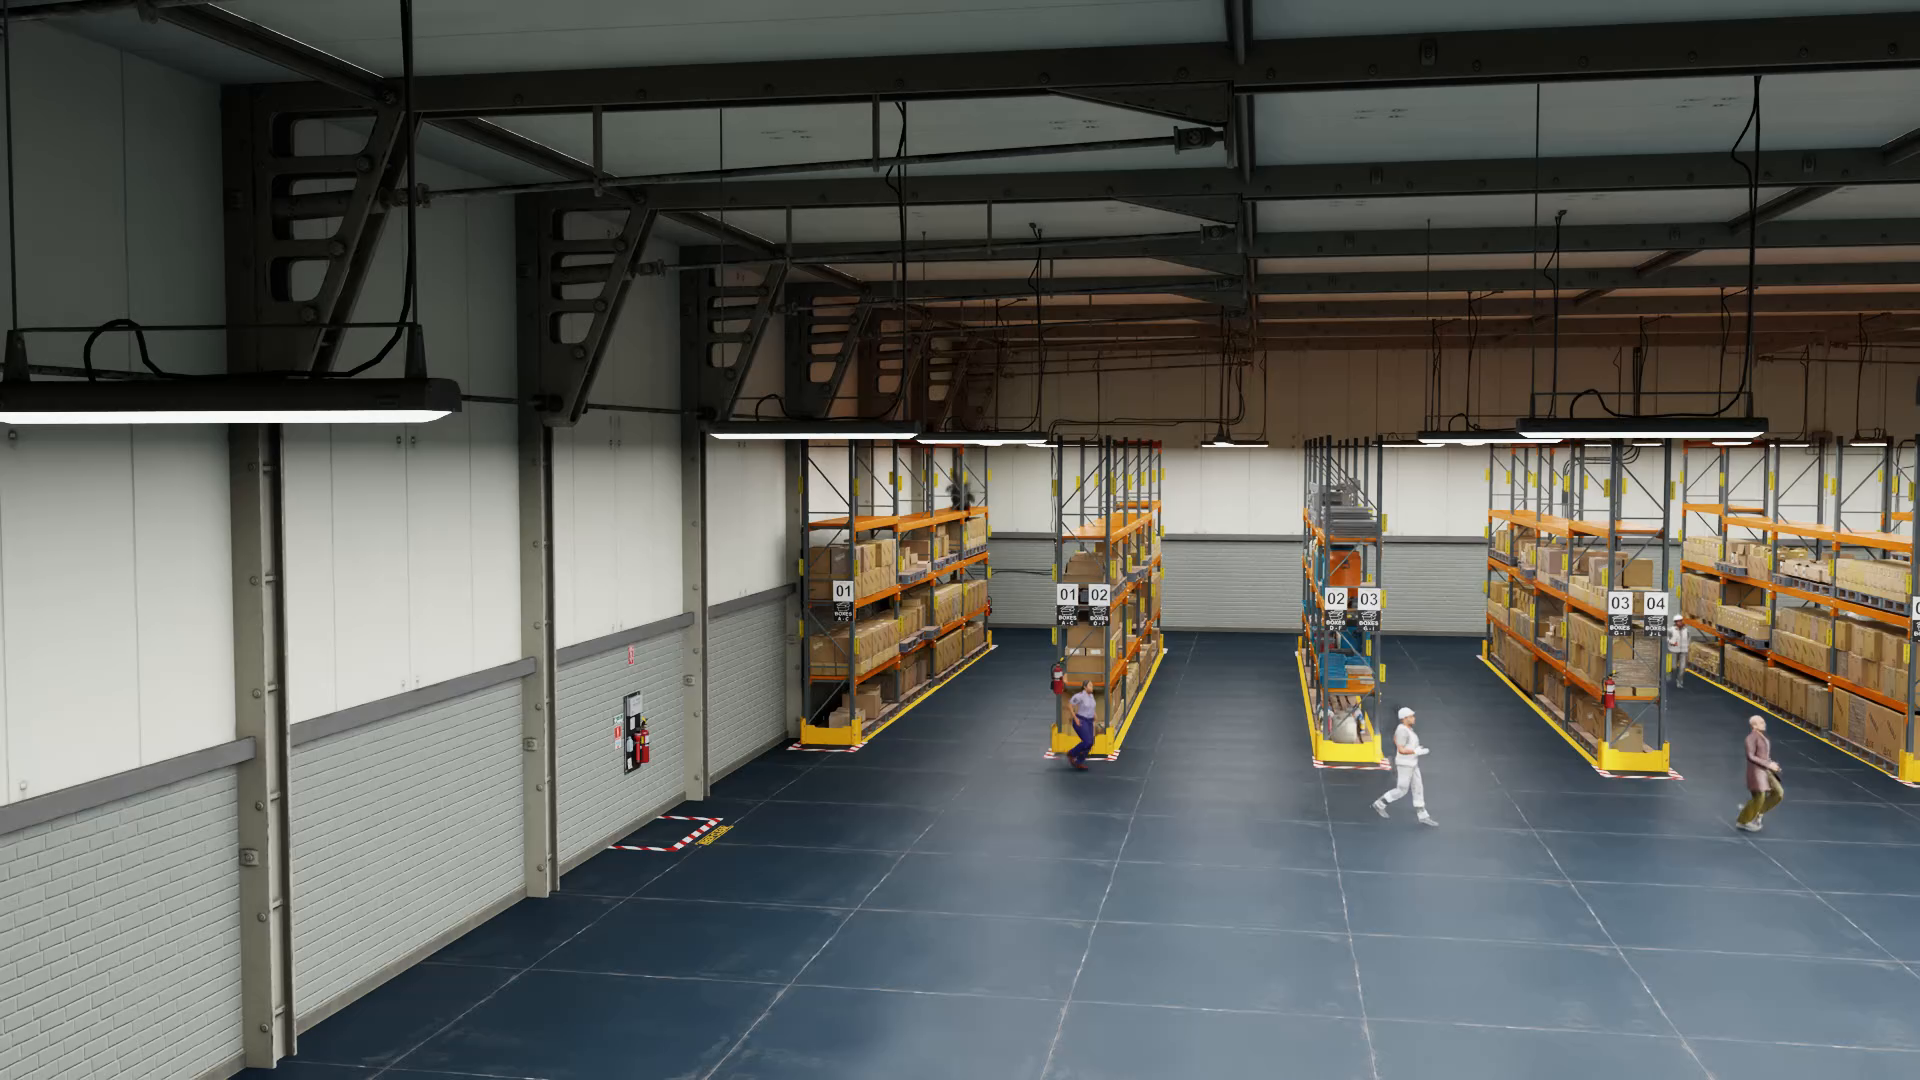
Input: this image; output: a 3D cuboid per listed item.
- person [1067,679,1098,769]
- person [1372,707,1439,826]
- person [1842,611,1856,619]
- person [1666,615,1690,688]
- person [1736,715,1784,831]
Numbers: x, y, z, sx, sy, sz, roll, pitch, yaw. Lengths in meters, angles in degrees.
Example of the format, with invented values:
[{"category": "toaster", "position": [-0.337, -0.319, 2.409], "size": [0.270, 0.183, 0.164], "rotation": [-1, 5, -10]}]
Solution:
[{"category": "person", "position": [2.238, 3.305, 29.890], "size": [0.509, 1.603, 0.642], "rotation": [2, 4, 39]}, {"category": "person", "position": [6.784, 3.436, 25.292], "size": [0.987, 1.786, 0.656], "rotation": [2, 3, 28]}, {"category": "person", "position": [24.056, 2.455, 45.127], "size": [0.828, 1.646, 0.675], "rotation": [1, 3, 15]}, {"category": "person", "position": [17.343, 2.678, 40.191], "size": [0.667, 1.737, 0.725], "rotation": [0, 3, 3]}, {"category": "person", "position": [12.015, 3.497, 24.957], "size": [0.660, 1.735, 0.722], "rotation": [3, 4, 43]}]
